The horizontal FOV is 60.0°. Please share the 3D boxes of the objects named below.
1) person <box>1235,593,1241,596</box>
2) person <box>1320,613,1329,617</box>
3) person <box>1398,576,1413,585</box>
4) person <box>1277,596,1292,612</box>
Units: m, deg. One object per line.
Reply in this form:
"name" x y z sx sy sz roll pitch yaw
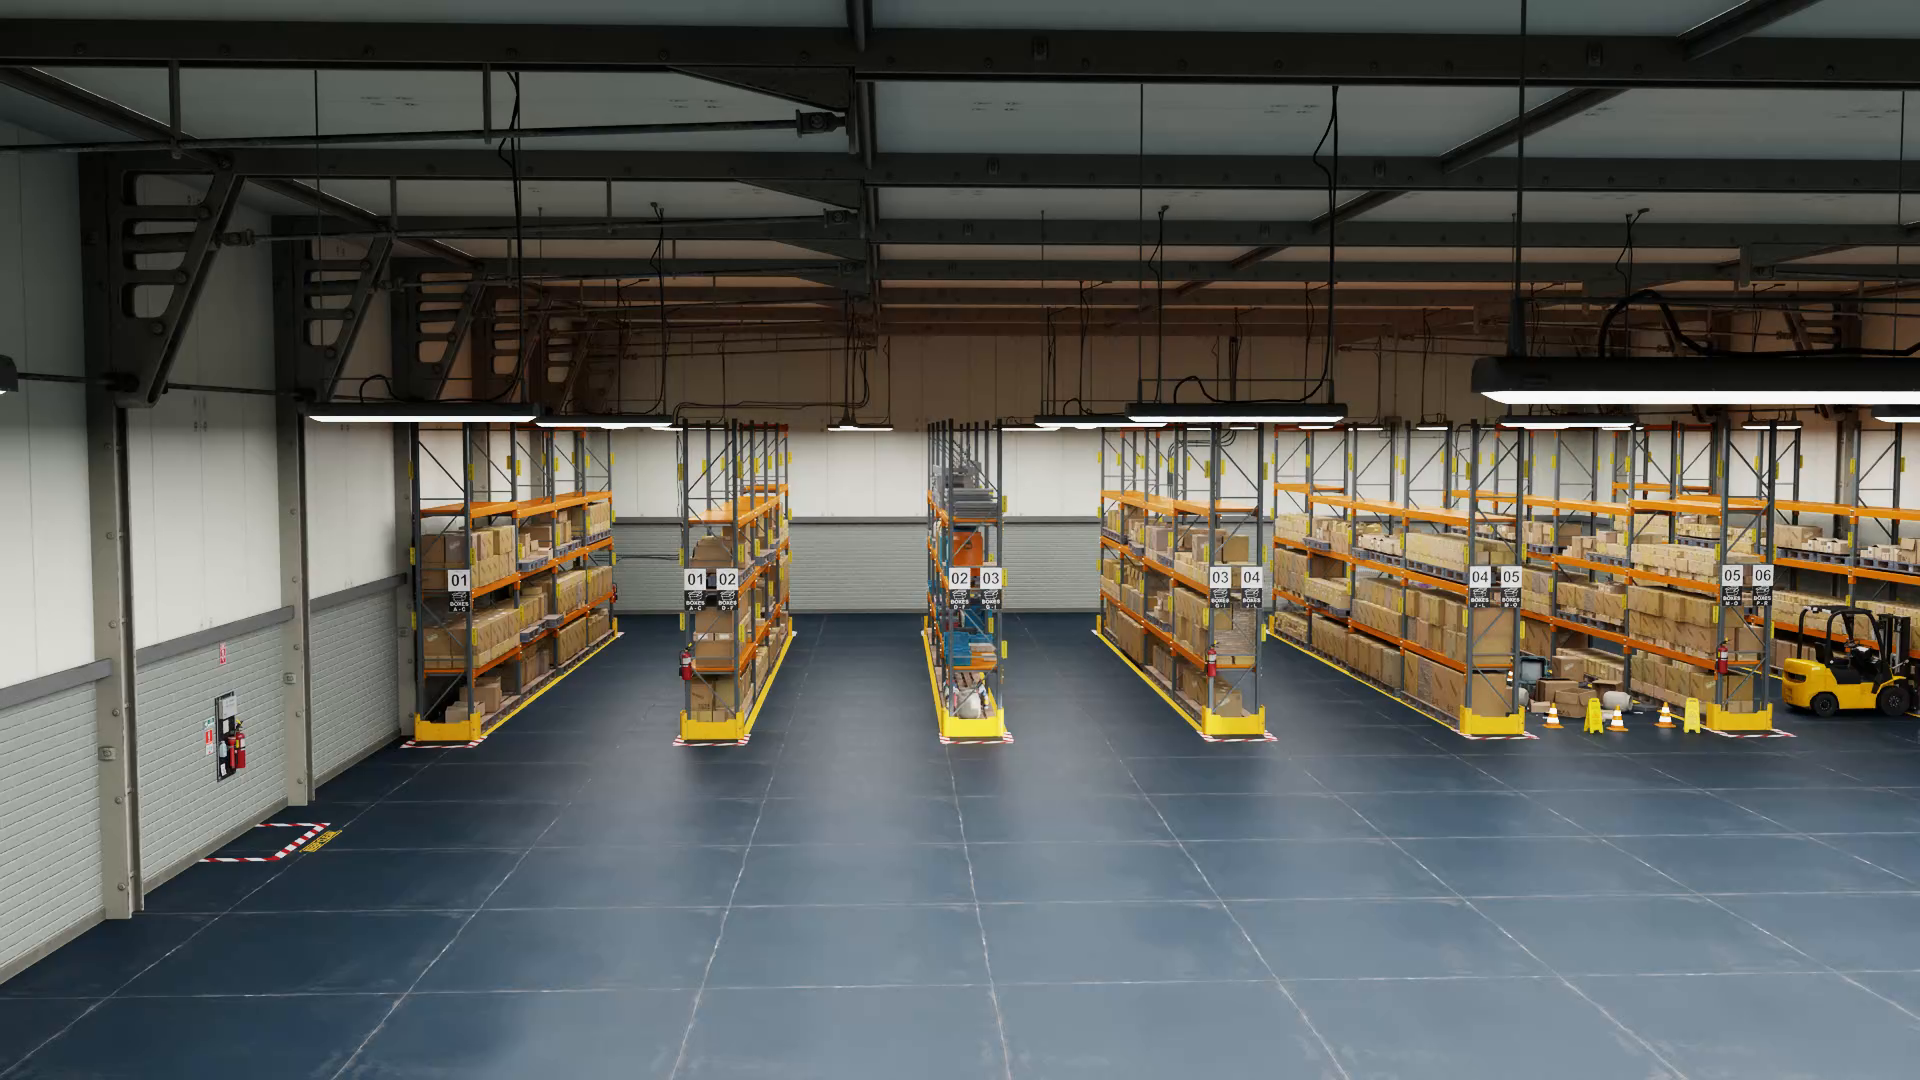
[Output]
"person" 7.727 1.885 47.531 0.657 1.643 0.820 1 4 14
"person" 10.628 1.812 48.537 0.668 1.593 0.553 -2 4 -27
"person" 13.378 1.744 49.338 0.885 1.645 0.738 0 4 4
"person" 9.546 1.744 48.879 0.681 1.710 0.666 0 4 -2
